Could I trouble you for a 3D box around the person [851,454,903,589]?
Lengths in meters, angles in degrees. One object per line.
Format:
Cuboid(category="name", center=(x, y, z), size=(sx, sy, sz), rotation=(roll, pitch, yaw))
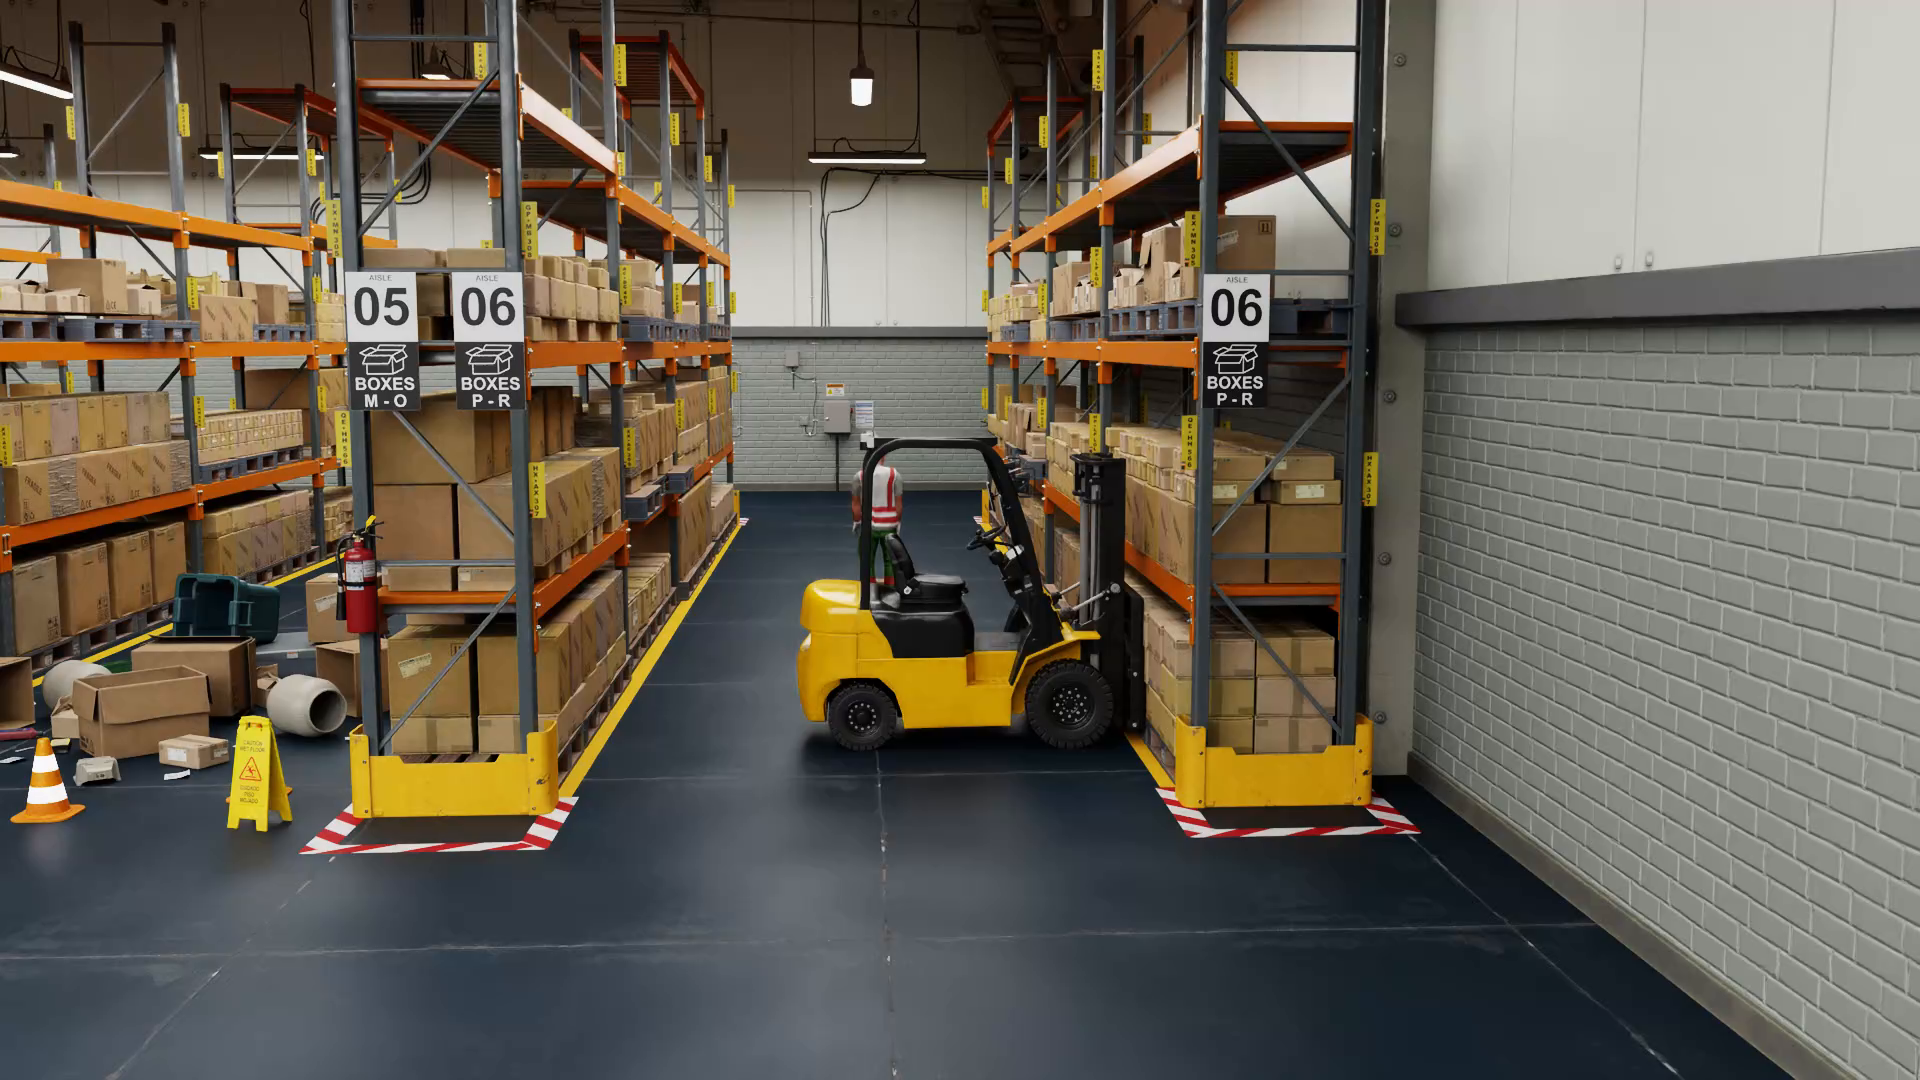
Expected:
Cuboid(category="person", center=(-0.866, -0.134, 17.381), size=(0.535, 1.764, 0.400), rotation=(0, 7, -2))
